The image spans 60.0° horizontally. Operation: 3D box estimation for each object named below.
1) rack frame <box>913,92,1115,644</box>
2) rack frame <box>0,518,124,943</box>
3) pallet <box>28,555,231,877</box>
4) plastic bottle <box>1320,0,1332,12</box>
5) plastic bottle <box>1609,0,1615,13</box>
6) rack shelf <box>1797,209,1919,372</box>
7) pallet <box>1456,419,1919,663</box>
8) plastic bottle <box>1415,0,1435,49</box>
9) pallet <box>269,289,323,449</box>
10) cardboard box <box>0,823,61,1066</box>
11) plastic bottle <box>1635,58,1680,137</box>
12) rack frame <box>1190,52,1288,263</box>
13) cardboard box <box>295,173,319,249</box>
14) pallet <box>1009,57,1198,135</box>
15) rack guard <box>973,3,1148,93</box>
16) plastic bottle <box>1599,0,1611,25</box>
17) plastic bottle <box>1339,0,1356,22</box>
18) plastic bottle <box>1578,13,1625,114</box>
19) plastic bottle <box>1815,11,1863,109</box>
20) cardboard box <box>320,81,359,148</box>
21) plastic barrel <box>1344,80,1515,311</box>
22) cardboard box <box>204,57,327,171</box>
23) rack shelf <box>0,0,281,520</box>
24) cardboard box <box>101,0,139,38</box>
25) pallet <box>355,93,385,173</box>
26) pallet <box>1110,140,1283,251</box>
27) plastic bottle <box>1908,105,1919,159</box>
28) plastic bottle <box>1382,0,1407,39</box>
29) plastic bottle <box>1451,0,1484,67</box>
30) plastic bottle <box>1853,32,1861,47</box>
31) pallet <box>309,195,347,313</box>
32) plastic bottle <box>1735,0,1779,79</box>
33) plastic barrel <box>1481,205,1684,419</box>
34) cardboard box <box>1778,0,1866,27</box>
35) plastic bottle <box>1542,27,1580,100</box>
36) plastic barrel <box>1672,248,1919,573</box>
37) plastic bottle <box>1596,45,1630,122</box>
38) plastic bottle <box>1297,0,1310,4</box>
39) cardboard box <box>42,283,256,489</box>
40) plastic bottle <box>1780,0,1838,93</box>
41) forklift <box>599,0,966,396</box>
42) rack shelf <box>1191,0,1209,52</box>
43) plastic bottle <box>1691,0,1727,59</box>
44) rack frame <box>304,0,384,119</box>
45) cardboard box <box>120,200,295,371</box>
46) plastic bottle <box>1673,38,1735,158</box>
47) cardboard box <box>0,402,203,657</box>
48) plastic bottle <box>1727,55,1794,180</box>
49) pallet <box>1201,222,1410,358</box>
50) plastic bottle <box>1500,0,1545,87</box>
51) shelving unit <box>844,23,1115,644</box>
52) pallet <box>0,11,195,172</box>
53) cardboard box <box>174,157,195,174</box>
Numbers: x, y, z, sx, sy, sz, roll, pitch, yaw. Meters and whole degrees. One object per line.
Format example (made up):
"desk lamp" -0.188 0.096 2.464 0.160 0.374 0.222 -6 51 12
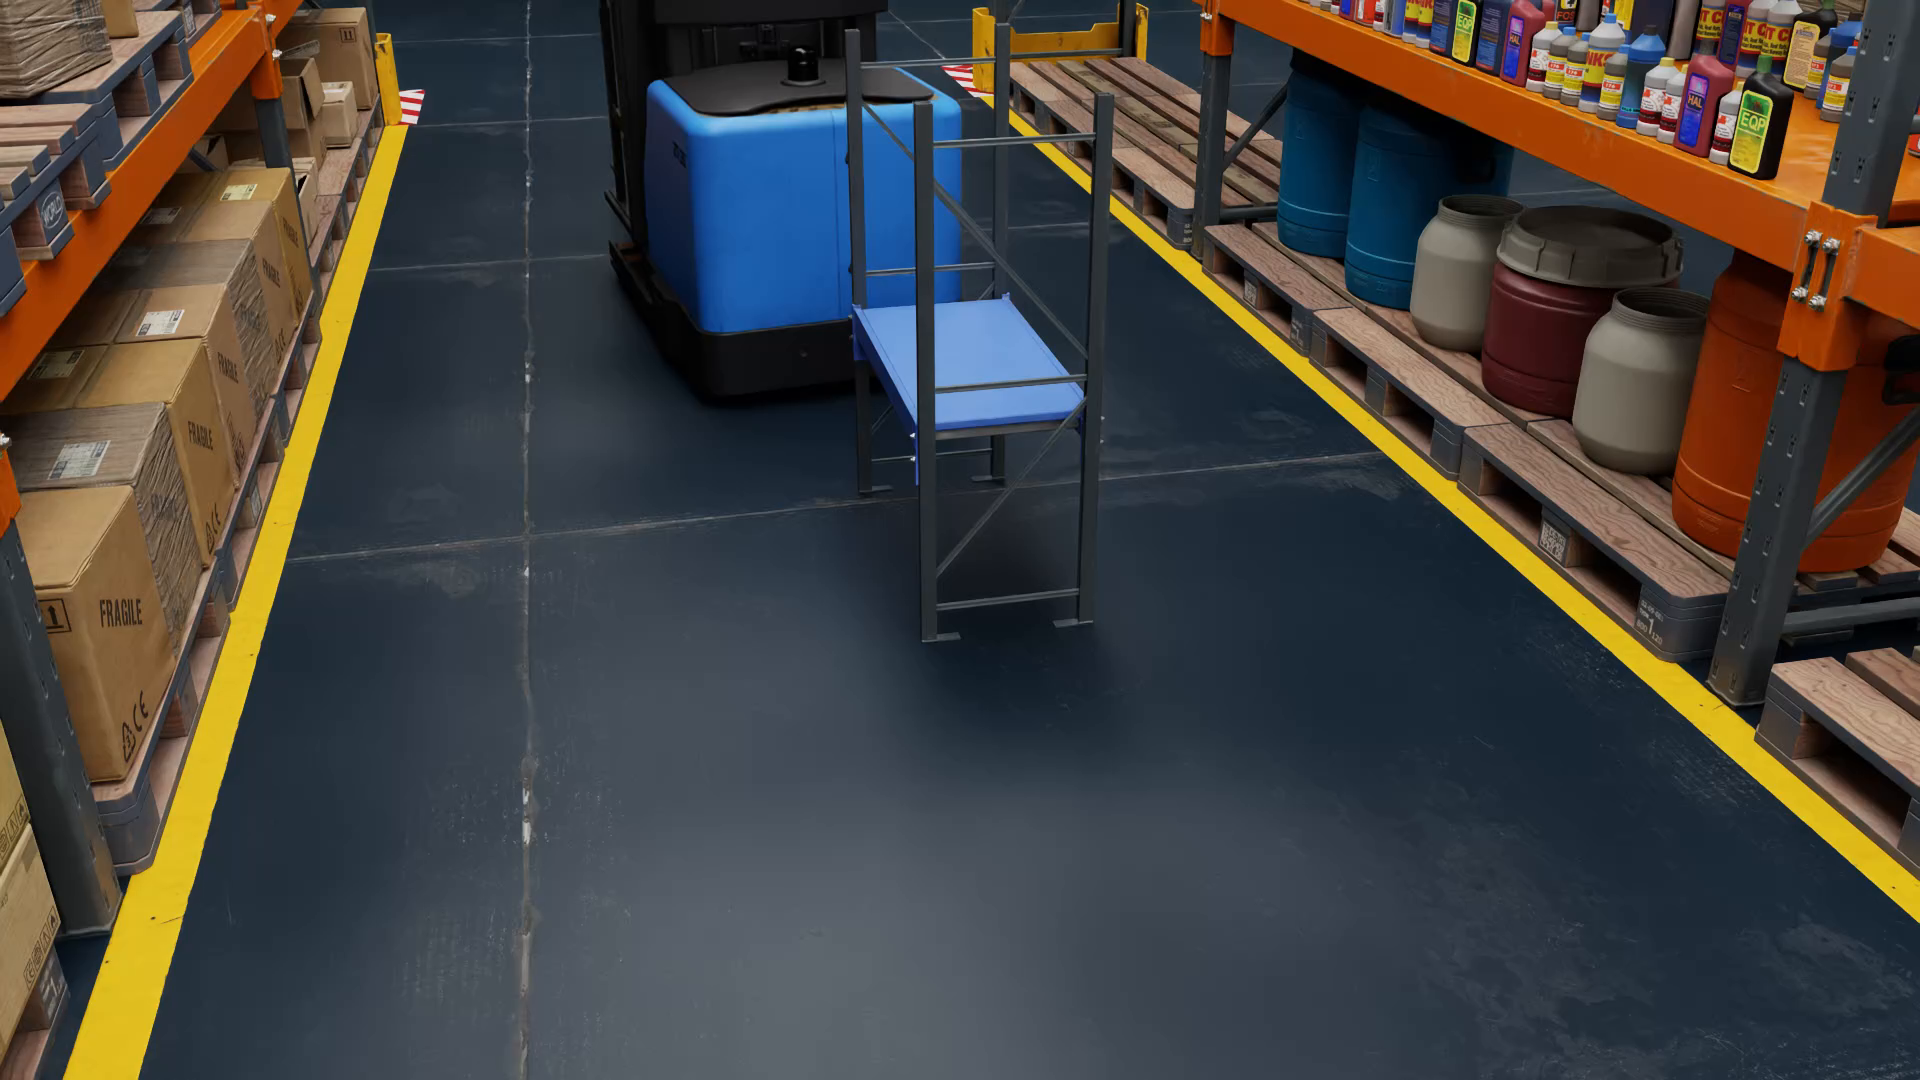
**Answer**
"rack frame" 0.134 -0.409 4.396 0.500 1.500 0.032 -6 27 -12
"rack frame" -2.323 -0.468 2.849 1.000 3.000 0.127 -6 27 -12
"pallet" -2.455 0.445 4.134 1.003 0.211 1.213 -6 27 -12
"plastic bottle" 1.439 -2.138 6.377 0.097 0.201 0.097 0 27 0
"plastic bottle" 2.308 -1.873 5.774 0.097 0.271 0.097 0 27 0
"rack shelf" 2.954 0.229 2.265 1.077 0.370 4.000 -6 27 -12
"pallet" 2.285 -0.067 5.148 1.003 0.211 1.213 -6 27 -12
"plastic bottle" 1.617 -1.822 5.673 0.097 0.271 0.097 0 27 0
"pallet" -3.005 -0.626 6.256 1.003 0.211 1.213 -6 27 -12
"cardboard box" -1.967 0.778 2.965 0.500 0.250 0.500 -5 27 -10
"plastic bottle" 1.914 -1.212 4.542 0.097 0.201 0.097 0 27 0
"rack frame" 1.602 -2.726 7.321 1.000 3.000 0.127 -6 27 -12
"cardboard box" -3.109 -1.427 7.243 0.500 0.311 0.500 -6 27 -12
"pallet" 0.849 -2.871 10.704 1.003 0.211 1.213 -6 27 -12
"rack guard" 0.682 -3.375 11.382 1.175 0.500 0.348 -6 27 -12
"plastic bottle" 2.337 -1.906 5.918 0.097 0.201 0.097 0 27 0
"plastic bottle" 1.469 -2.079 6.170 0.061 0.283 0.133 -6 27 -12
"plastic bottle" 1.849 -1.371 4.781 0.097 0.271 0.097 0 27 0
"plastic bottle" 2.558 -1.386 4.809 0.097 0.271 0.097 0 27 0
"cardboard box" -3.579 -2.315 9.072 0.500 0.250 0.500 -6 27 -12
"plastic barrel" 1.868 -1.425 6.607 0.600 0.901 0.708 -6 27 -12
"cardboard box" -3.653 -2.131 8.424 0.797 0.503 0.637 -6 27 -12
"rack shelf" -2.774 -1.025 4.751 1.077 0.370 4.000 -6 27 -12
"cardboard box" -2.766 -1.687 4.687 0.700 0.500 0.500 -13 30 -25
"pallet" -3.929 -2.352 9.676 1.003 0.211 1.213 -6 27 -12
"pallet" 1.398 -1.800 8.581 1.003 0.211 1.213 -6 27 -12
"plastic bottle" 2.573 -1.122 4.281 0.152 0.276 0.135 -6 27 -12
"plastic bottle" 1.596 -1.920 5.863 0.152 0.276 0.135 -6 27 -12
"plastic bottle" 1.667 -1.693 5.405 0.061 0.283 0.133 -6 27 -12
"plastic bottle" 2.617 -1.340 4.714 0.152 0.276 0.135 -6 27 -12
"pallet" -3.379 -1.281 7.554 1.003 0.211 1.213 -6 27 -12
"plastic bottle" 2.513 -1.594 5.223 0.097 0.271 0.097 0 27 0
"plastic barrel" 2.122 -0.789 5.695 0.600 0.588 0.708 -6 27 -12
"cardboard box" 5.953 -3.551 10.849 0.875 0.875 0.875 -6 27 -12
"plastic bottle" 1.805 -1.425 4.966 0.097 0.201 0.097 0 27 0
"plastic barrel" 2.377 -0.401 4.659 0.600 0.830 0.708 -6 27 -12
"plastic bottle" 1.871 -1.297 4.712 0.097 0.201 0.097 0 27 0
"plastic bottle" 1.418 -2.268 6.552 0.152 0.276 0.135 -6 27 -12
"cardboard box" -2.502 -0.456 5.111 0.500 0.500 0.500 -7 28 -13
"plastic bottle" 2.579 -1.508 5.039 0.061 0.283 0.133 -6 27 -12
"forklift" -0.966 -2.485 6.920 1.130 2.935 3.031 -9 28 -18
"rack shelf" 1.151 -3.283 9.223 1.077 0.370 4.000 -6 27 -12
"plastic bottle" 2.461 -1.696 5.423 0.097 0.271 0.097 0 27 0
"rack frame" -4.126 -3.980 9.807 1.000 3.000 0.127 -6 27 -12
"cardboard box" -2.731 -0.899 5.989 0.500 0.500 0.500 -6 27 -11
"plastic bottle" 1.945 -1.153 4.335 0.061 0.283 0.133 -6 27 -12
"cardboard box" -2.271 -0.007 4.221 0.500 0.500 0.500 -7 28 -13
"plastic bottle" 1.997 -1.052 4.135 0.061 0.283 0.133 -6 27 -12
"pallet" 1.735 -1.138 7.270 1.003 0.211 1.213 -6 27 -12
"plastic bottle" 1.739 -1.554 5.129 0.061 0.283 0.133 -6 27 -12
"shelving unit" 0.019 -0.632 4.838 0.538 1.500 1.048 -6 27 -12
"pallet" -2.766 -1.236 4.583 1.003 0.211 1.213 -6 27 -12
"cardboard box" -3.630 -1.526 7.231 0.500 0.500 0.500 -6 27 -12
